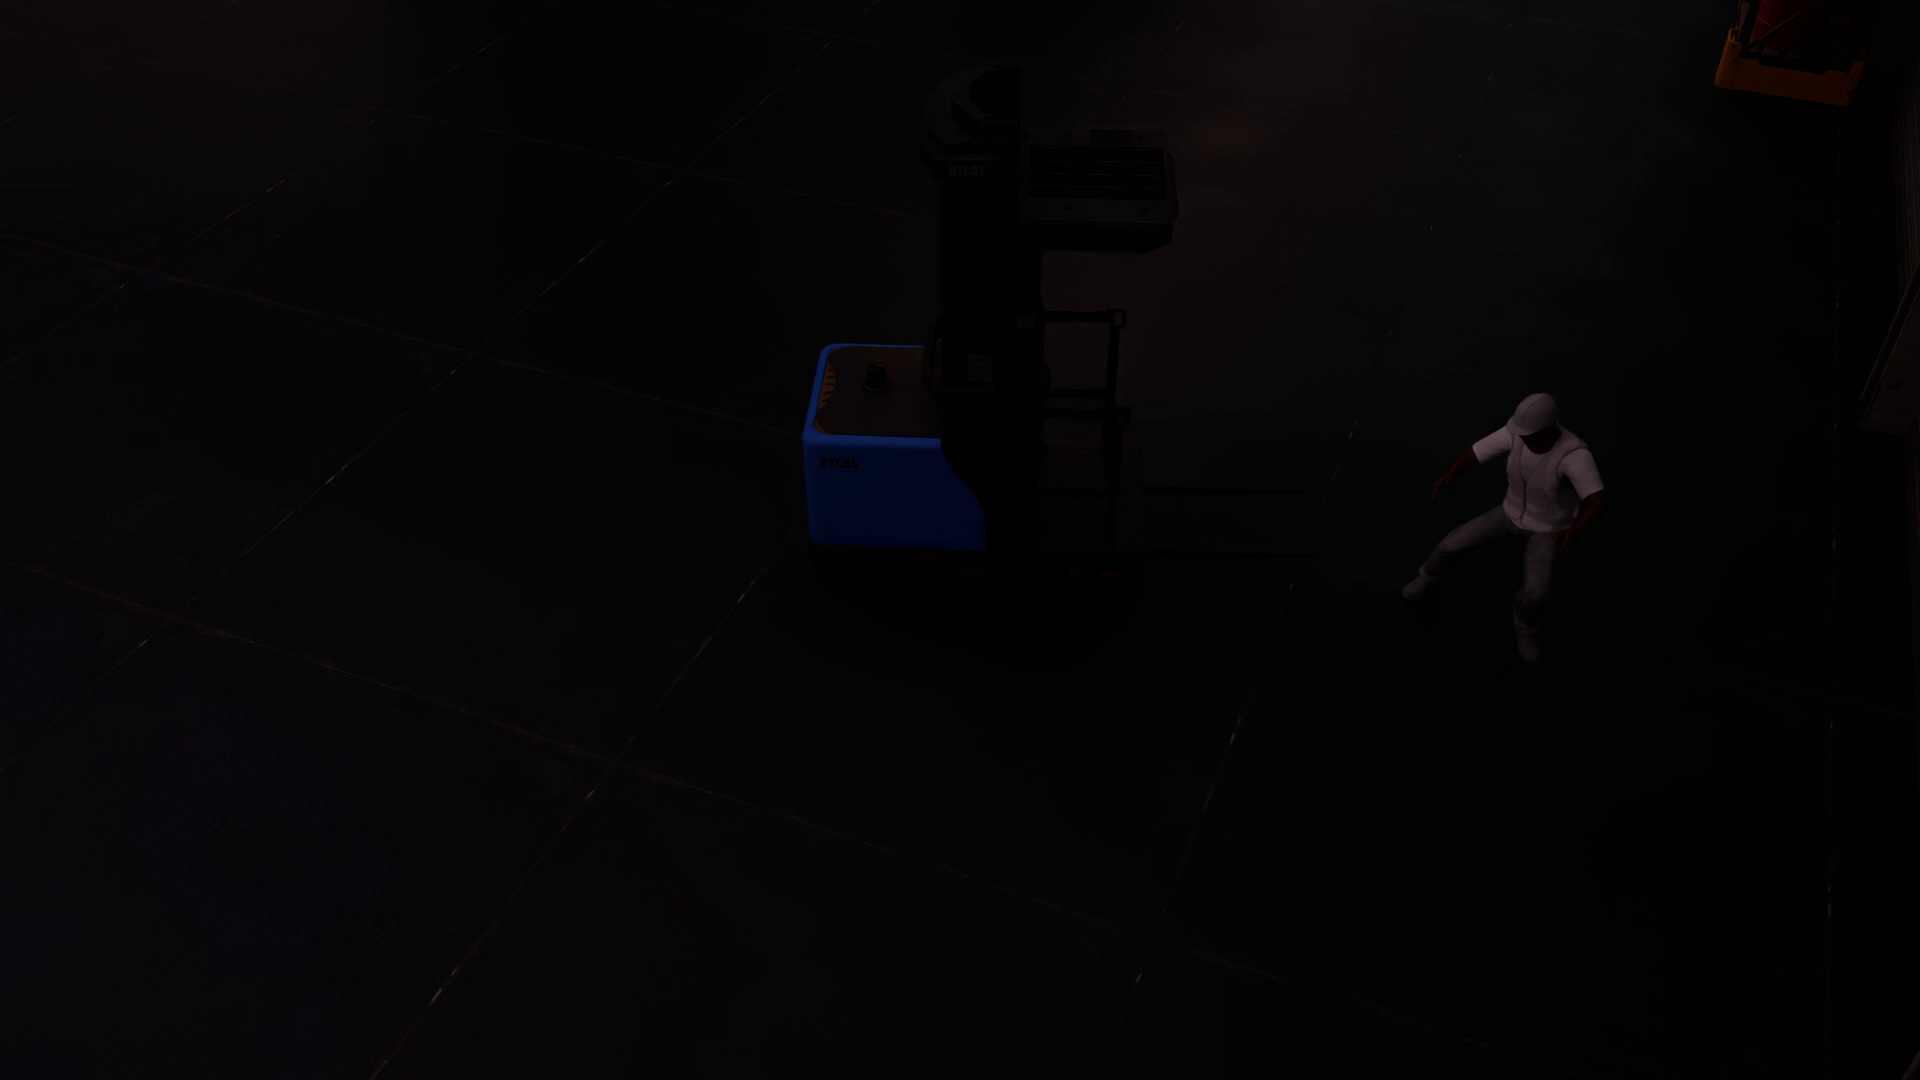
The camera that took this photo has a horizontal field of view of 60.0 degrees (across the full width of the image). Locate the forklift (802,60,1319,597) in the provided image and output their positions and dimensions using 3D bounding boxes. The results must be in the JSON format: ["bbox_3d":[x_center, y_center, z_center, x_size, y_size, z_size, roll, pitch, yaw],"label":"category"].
[{"bbox_3d":[0.630,-1.136,9.364,3.031,2.935,1.130,2,40,2],"label":"forklift"}]

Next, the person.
[{"bbox_3d":[3.047,-0.082,9.186,0.780,1.550,1.020,-22,45,-24],"label":"person"}]
